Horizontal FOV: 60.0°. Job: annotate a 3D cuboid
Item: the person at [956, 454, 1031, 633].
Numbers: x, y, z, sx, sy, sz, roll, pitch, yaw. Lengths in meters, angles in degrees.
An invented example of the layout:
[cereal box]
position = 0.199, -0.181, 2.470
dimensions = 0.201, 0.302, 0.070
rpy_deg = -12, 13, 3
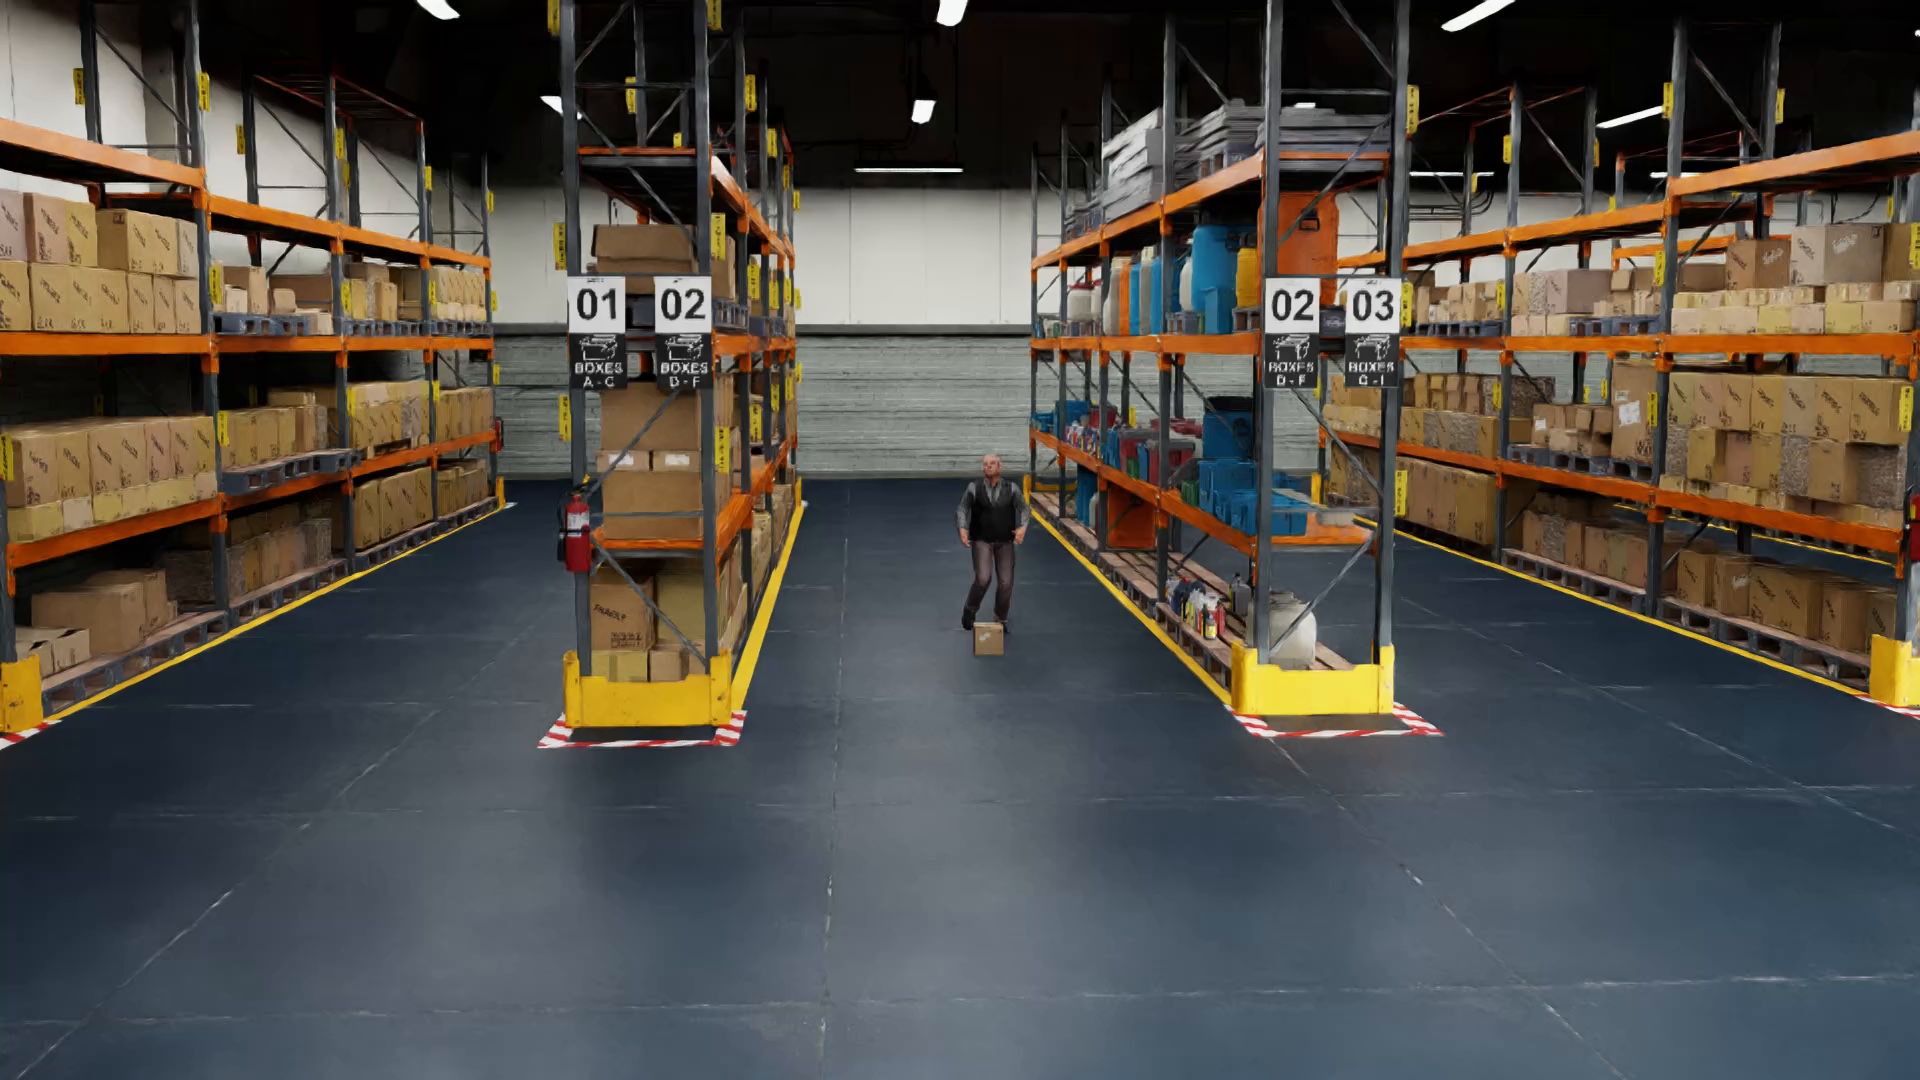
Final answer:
[person]
position = 0.340, 0.037, 15.697
dimensions = 0.701, 1.691, 0.509
rpy_deg = -1, 7, -10
